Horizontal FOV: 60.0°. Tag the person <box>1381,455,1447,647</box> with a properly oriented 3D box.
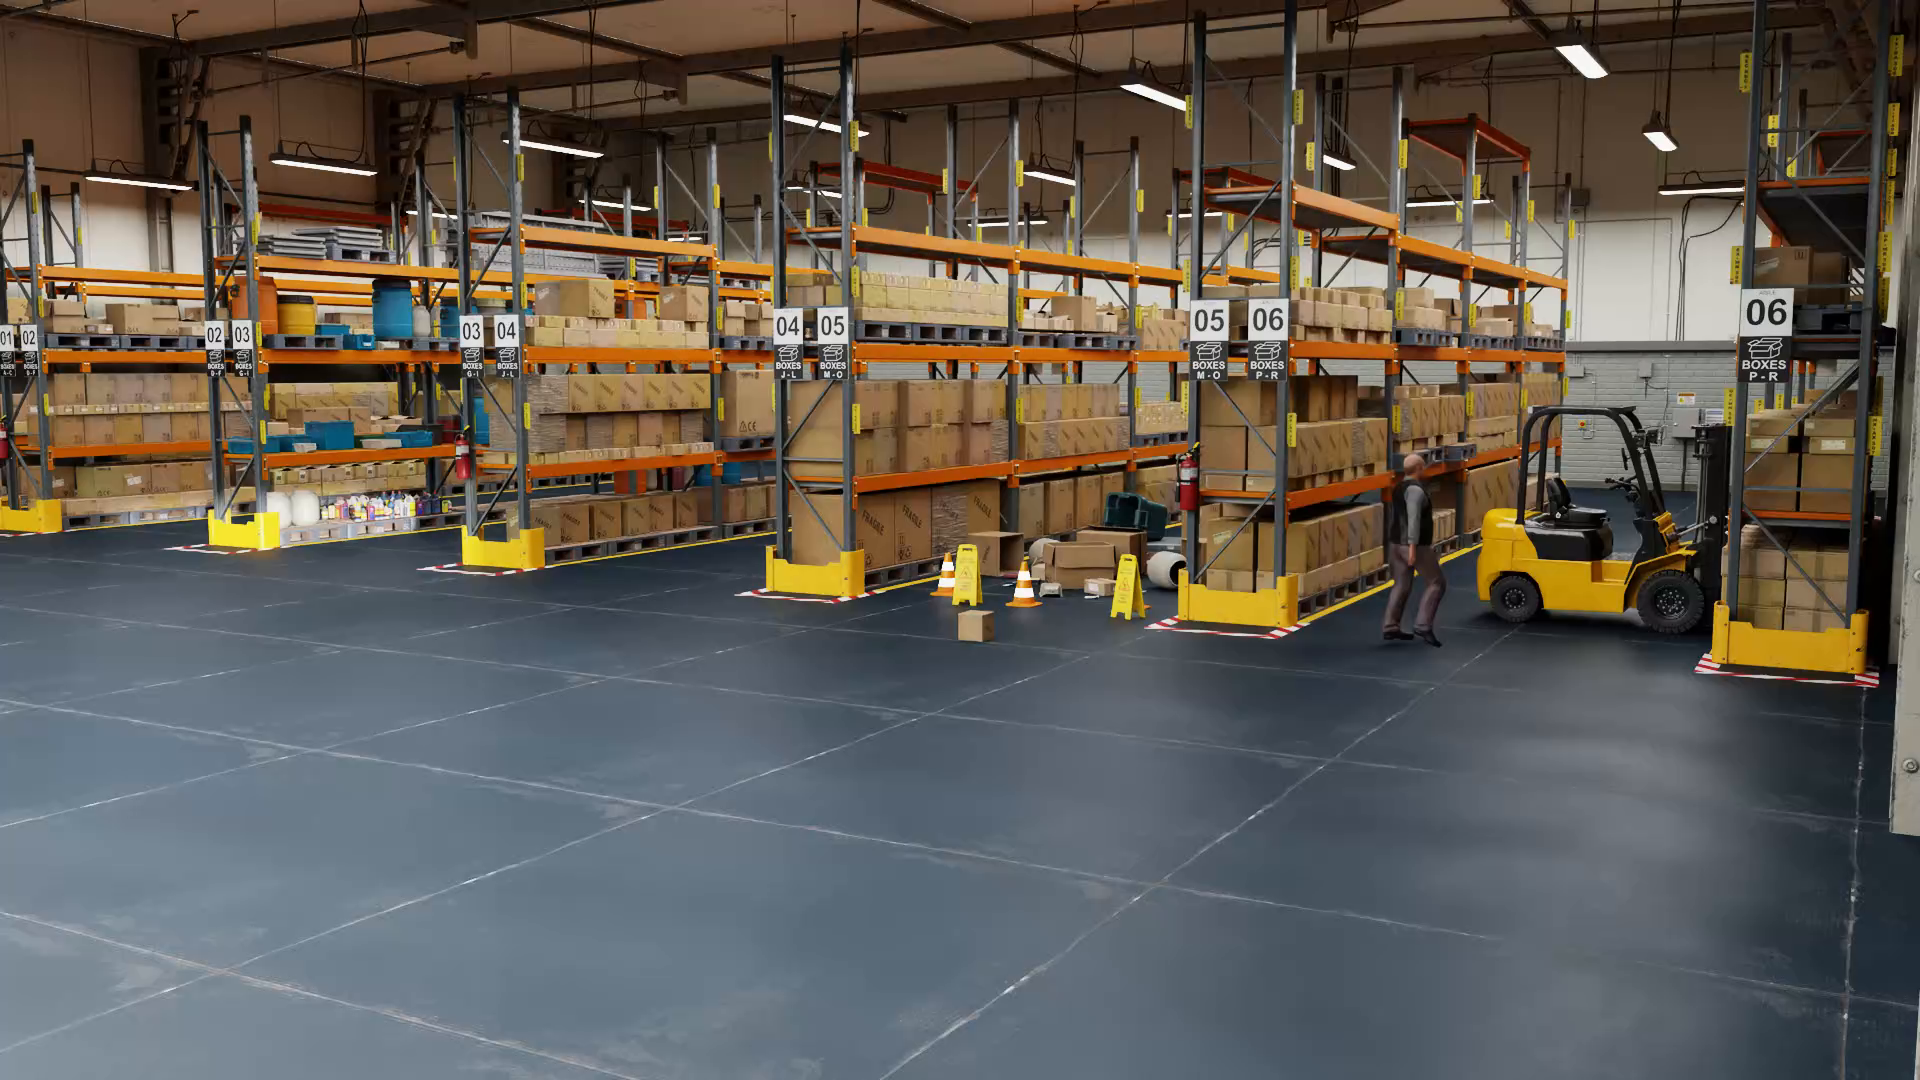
[{"bbox_3d":[4.150,0.098,15.314,0.551,1.770,0.570,-1,6,-9],"label":"person"}]
